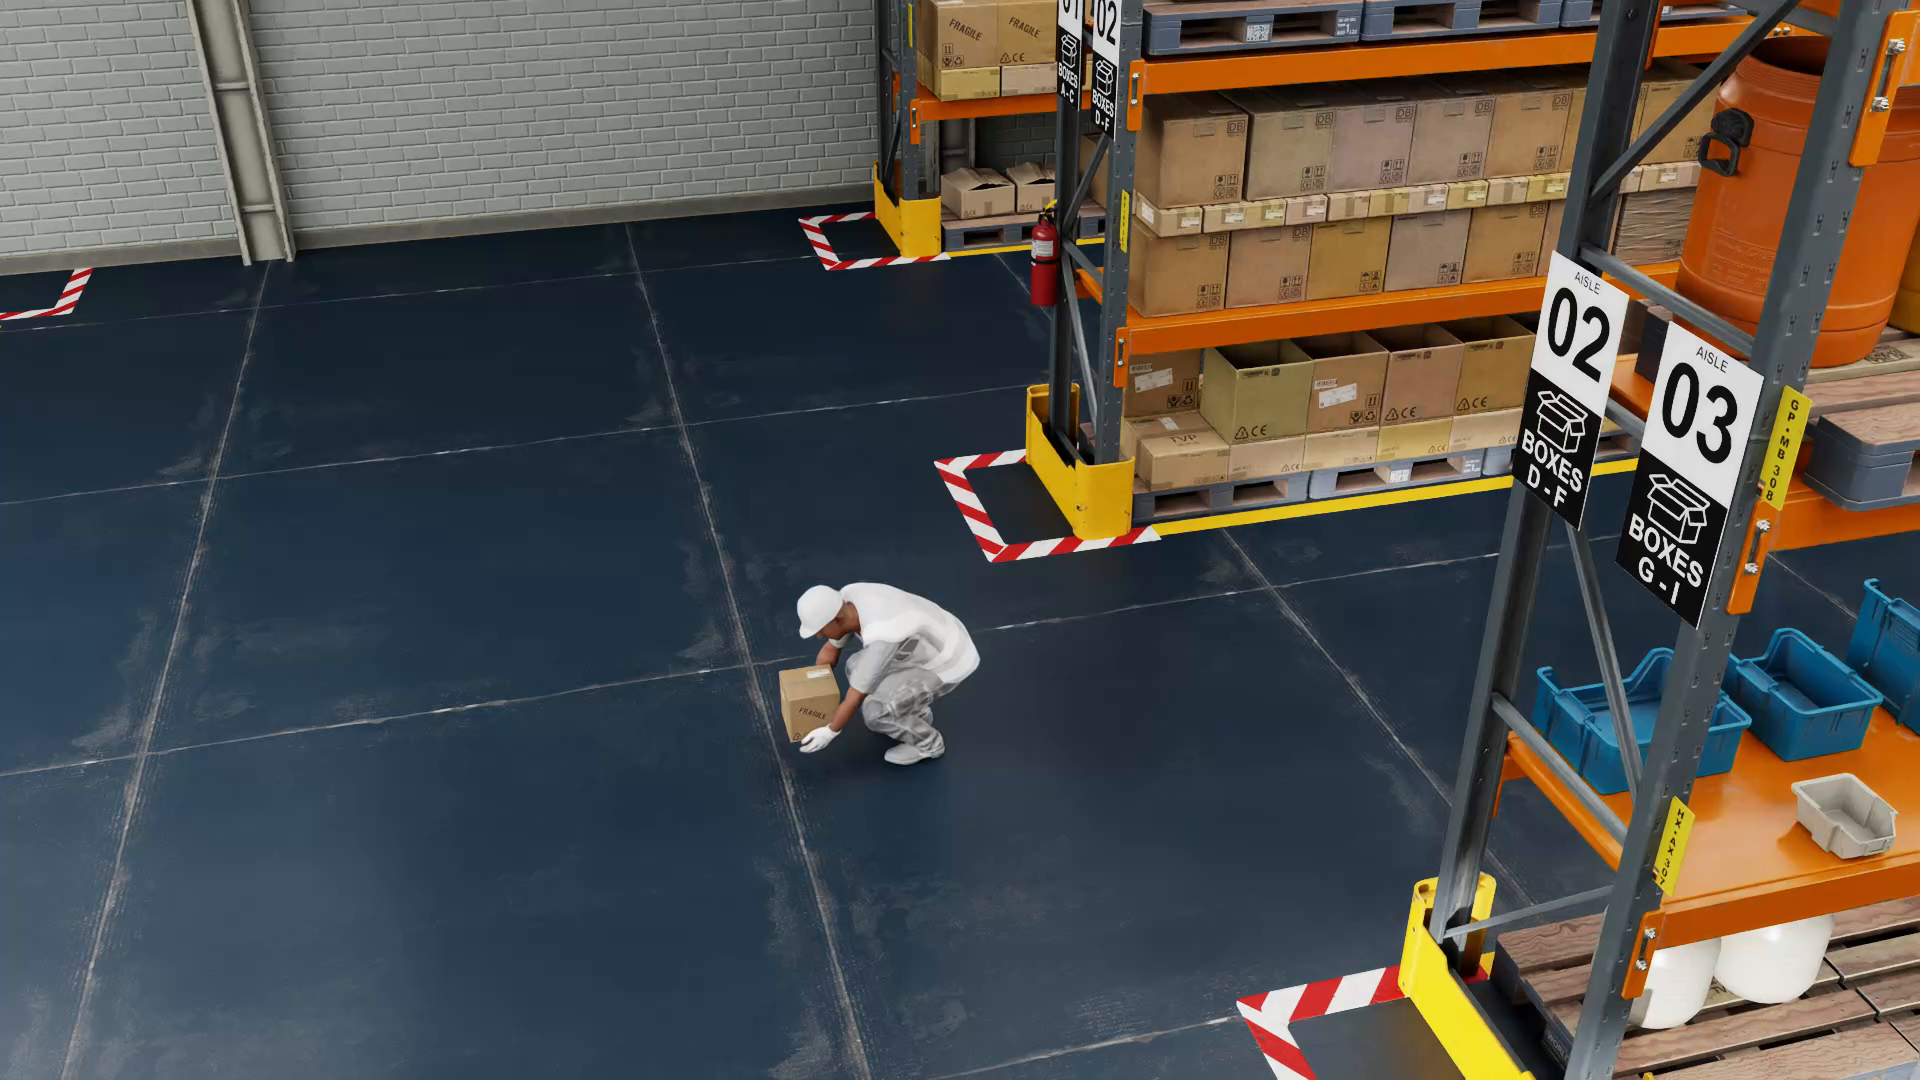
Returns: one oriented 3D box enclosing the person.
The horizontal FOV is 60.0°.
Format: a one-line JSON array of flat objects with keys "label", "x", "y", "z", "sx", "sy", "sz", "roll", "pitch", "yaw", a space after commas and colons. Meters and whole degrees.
[{"label": "person", "x": -0.366, "y": 0.600, "z": 7.968, "sx": 0.918, "sy": 1.005, "sz": 0.578, "roll": -7, "pitch": 31, "yaw": -12}]
